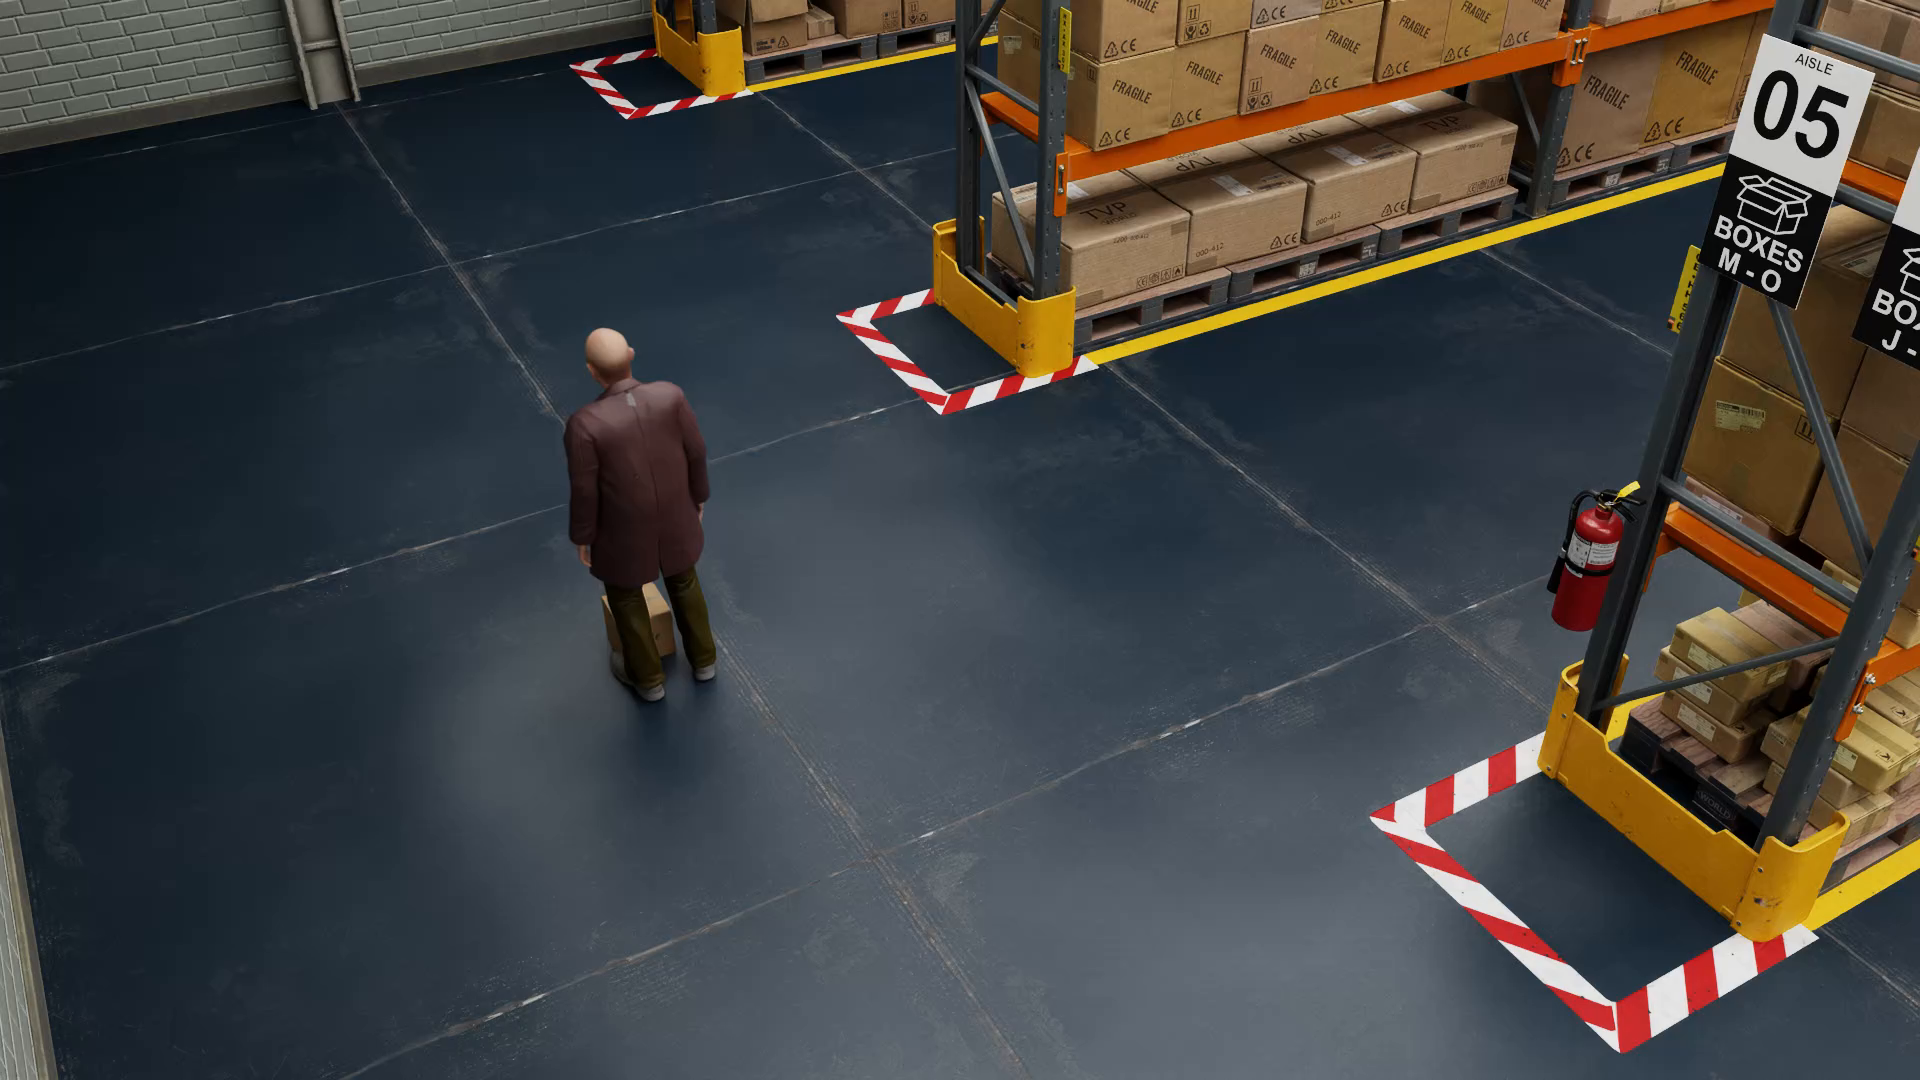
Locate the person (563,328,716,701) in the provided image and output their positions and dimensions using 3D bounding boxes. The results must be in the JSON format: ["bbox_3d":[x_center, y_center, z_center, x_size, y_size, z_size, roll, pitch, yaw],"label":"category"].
[{"bbox_3d":[-1.359,-0.095,7.073,0.644,1.772,0.429,-21,41,-26],"label":"person"}]
